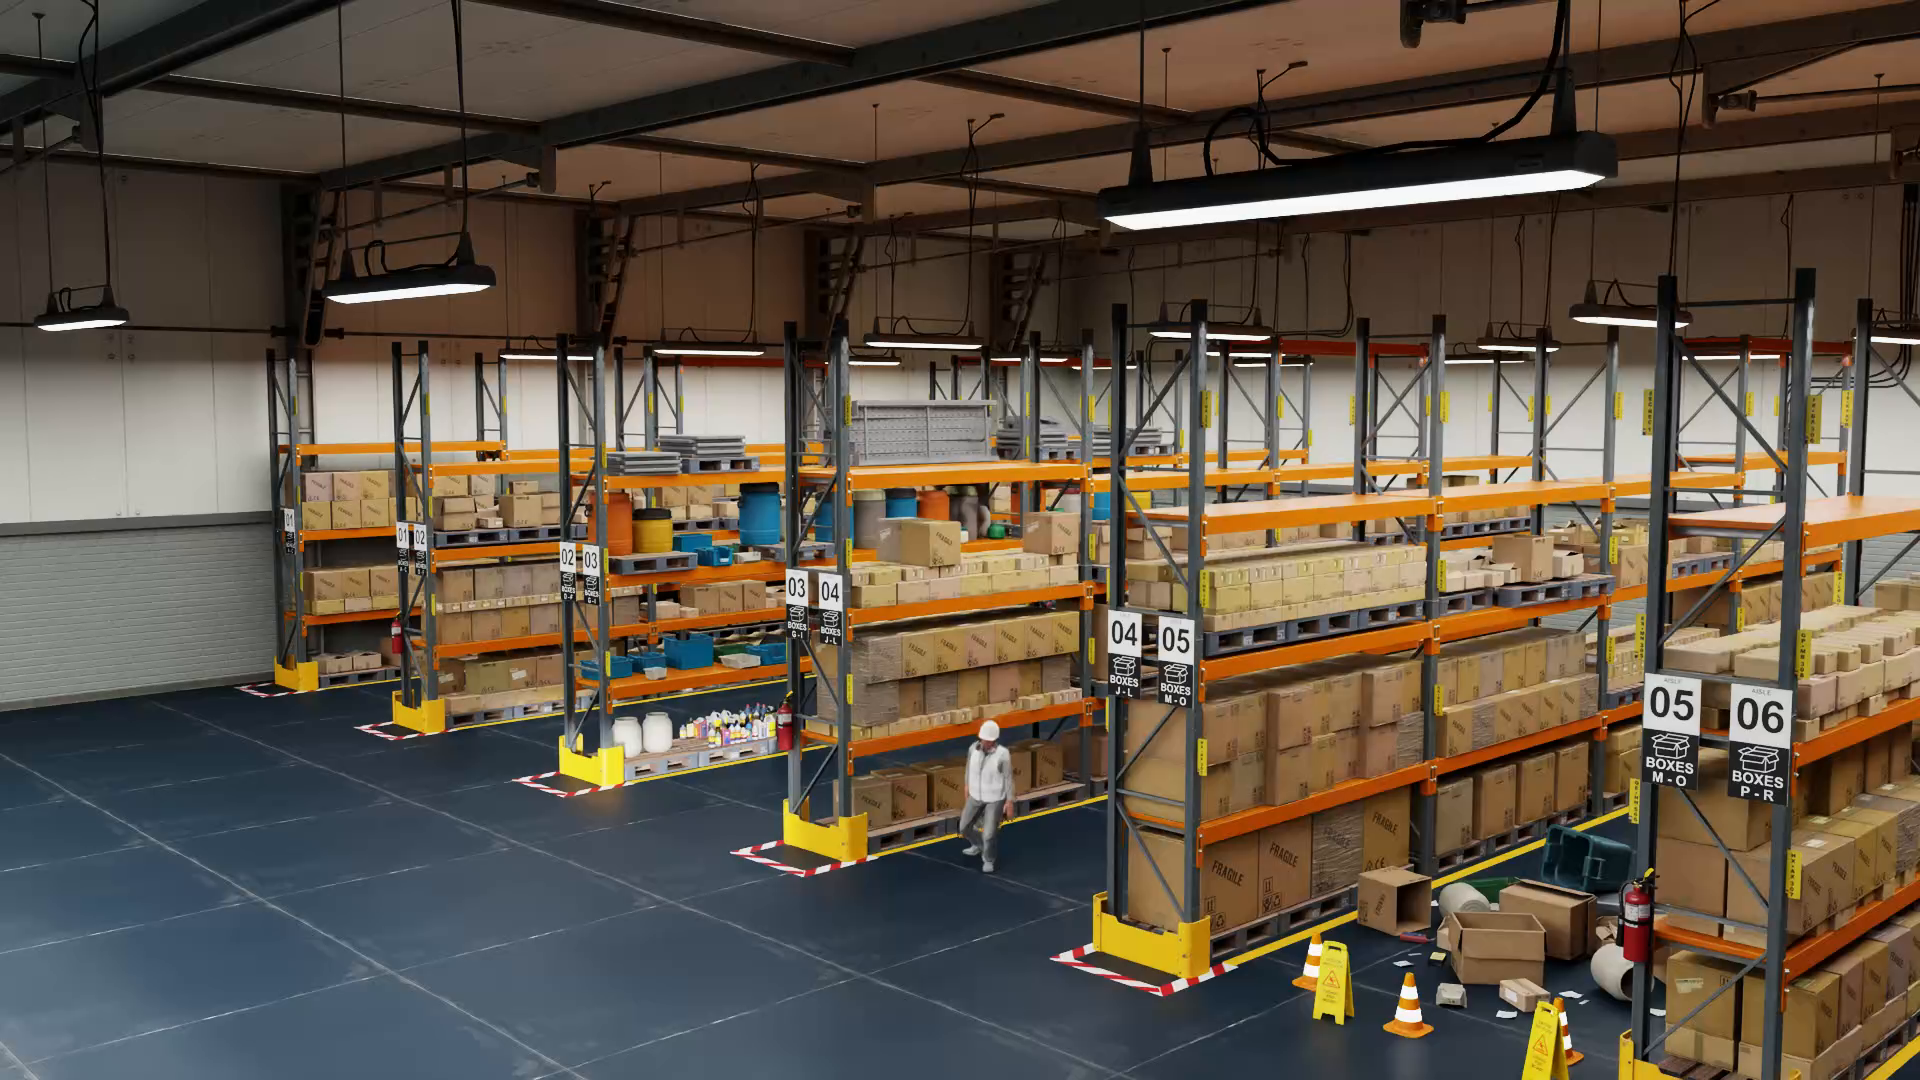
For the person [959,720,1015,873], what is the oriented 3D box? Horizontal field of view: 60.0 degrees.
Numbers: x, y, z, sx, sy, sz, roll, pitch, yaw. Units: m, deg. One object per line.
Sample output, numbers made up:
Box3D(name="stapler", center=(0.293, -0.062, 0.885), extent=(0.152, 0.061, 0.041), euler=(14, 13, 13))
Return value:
Box3D(name="person", center=(0.287, 2.756, 18.035), extent=(0.805, 1.687, 0.688), euler=(3, 6, 29))
